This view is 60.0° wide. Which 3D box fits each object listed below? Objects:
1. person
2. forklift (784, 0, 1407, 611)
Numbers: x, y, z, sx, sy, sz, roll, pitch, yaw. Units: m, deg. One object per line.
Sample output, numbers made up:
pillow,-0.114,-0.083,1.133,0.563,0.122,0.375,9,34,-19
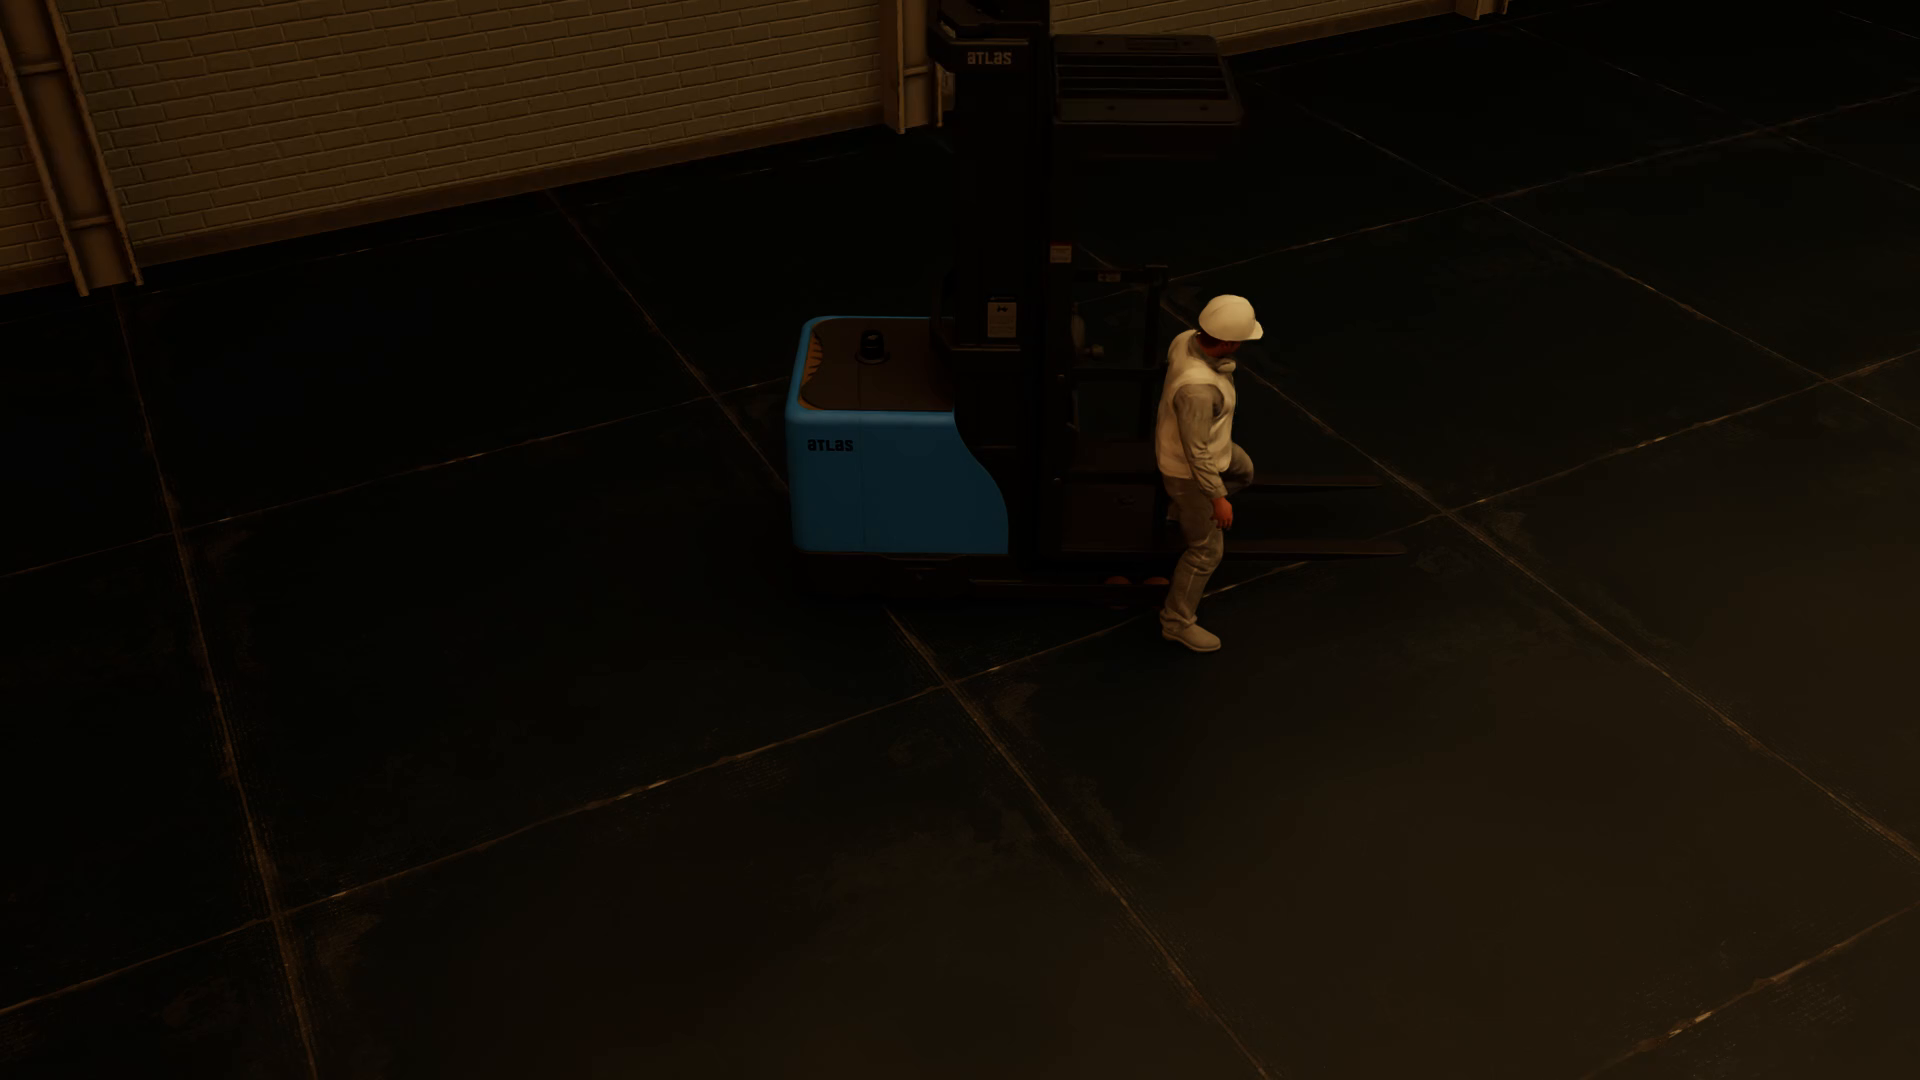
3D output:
person,1.159,-0.369,7.673,0.520,1.748,0.811,1,35,1
forklift,0.697,-1.163,7.769,3.031,2.935,1.130,1,35,1
